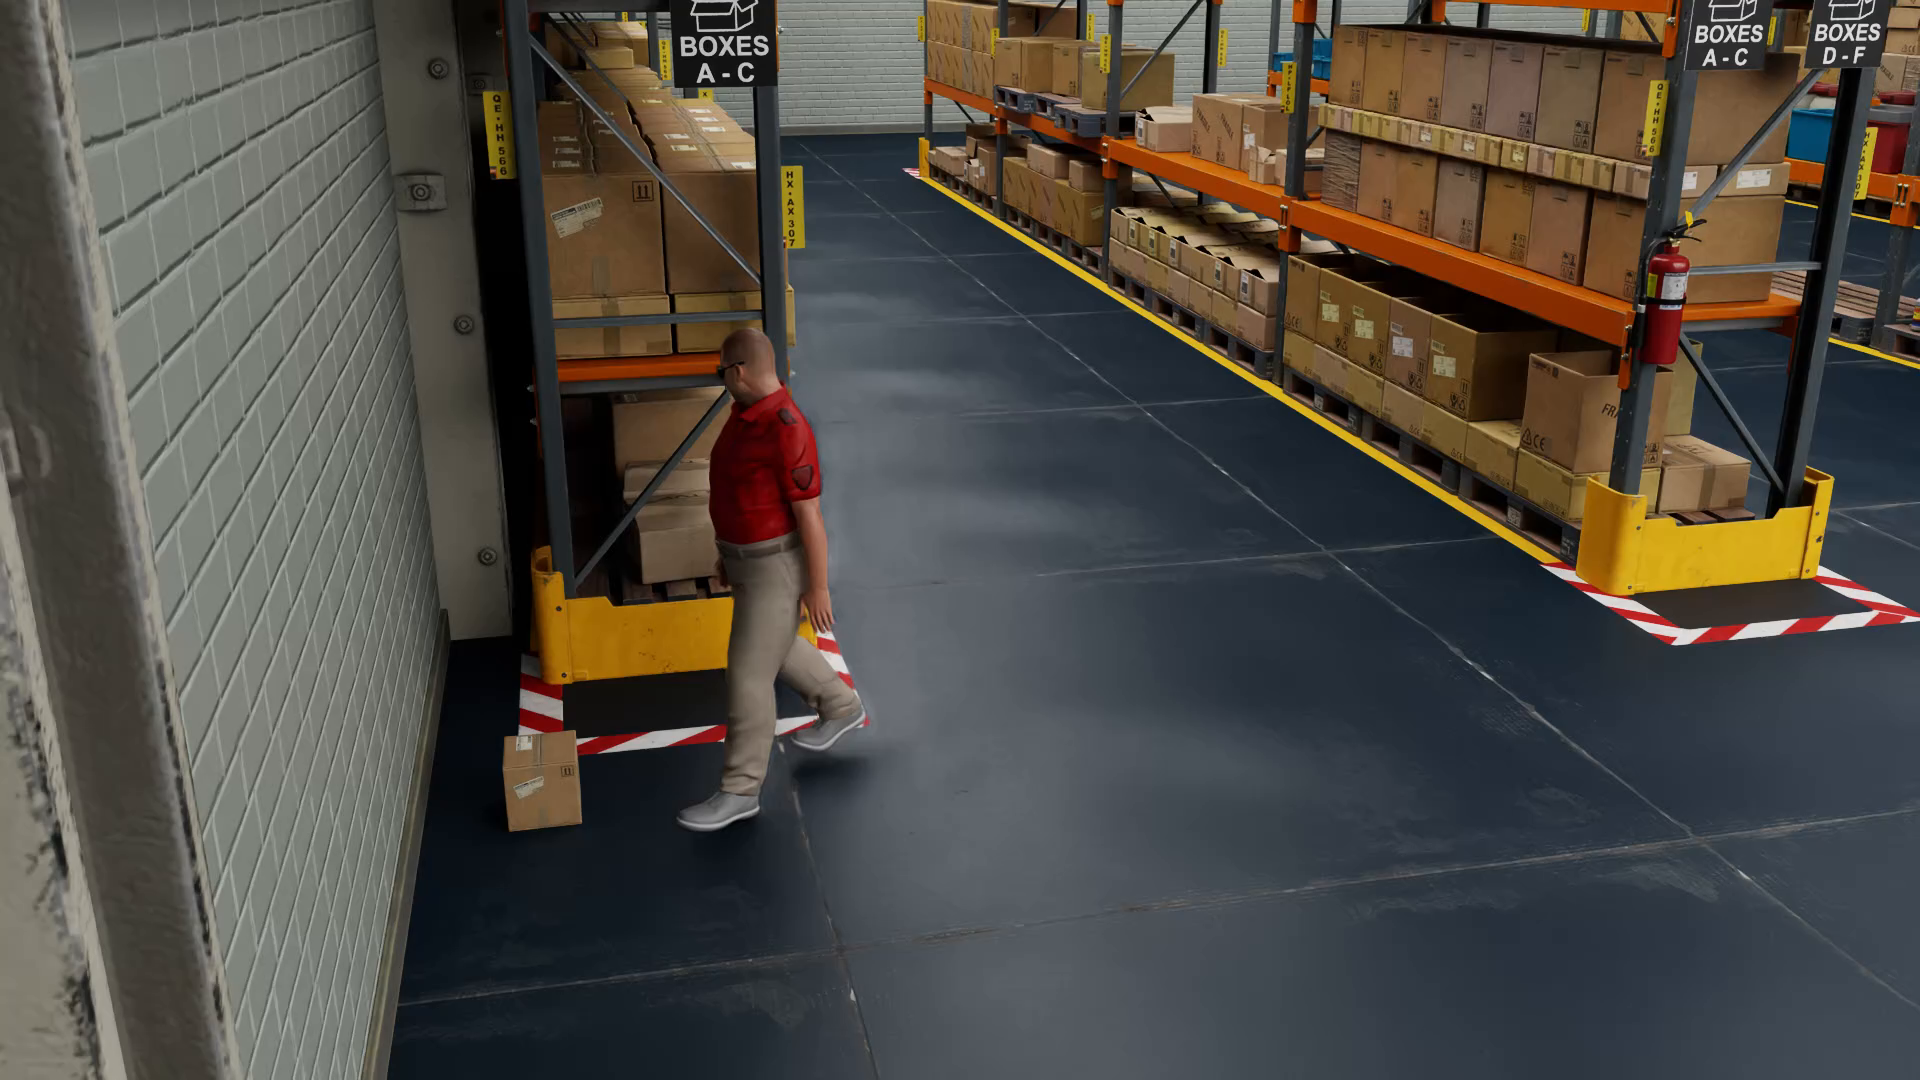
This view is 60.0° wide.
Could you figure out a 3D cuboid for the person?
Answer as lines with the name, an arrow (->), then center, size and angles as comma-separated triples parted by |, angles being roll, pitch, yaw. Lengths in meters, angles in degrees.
person -> -0.683, 0.092, 5.834 | 0.886, 1.696, 0.576 | -10, 22, -26
